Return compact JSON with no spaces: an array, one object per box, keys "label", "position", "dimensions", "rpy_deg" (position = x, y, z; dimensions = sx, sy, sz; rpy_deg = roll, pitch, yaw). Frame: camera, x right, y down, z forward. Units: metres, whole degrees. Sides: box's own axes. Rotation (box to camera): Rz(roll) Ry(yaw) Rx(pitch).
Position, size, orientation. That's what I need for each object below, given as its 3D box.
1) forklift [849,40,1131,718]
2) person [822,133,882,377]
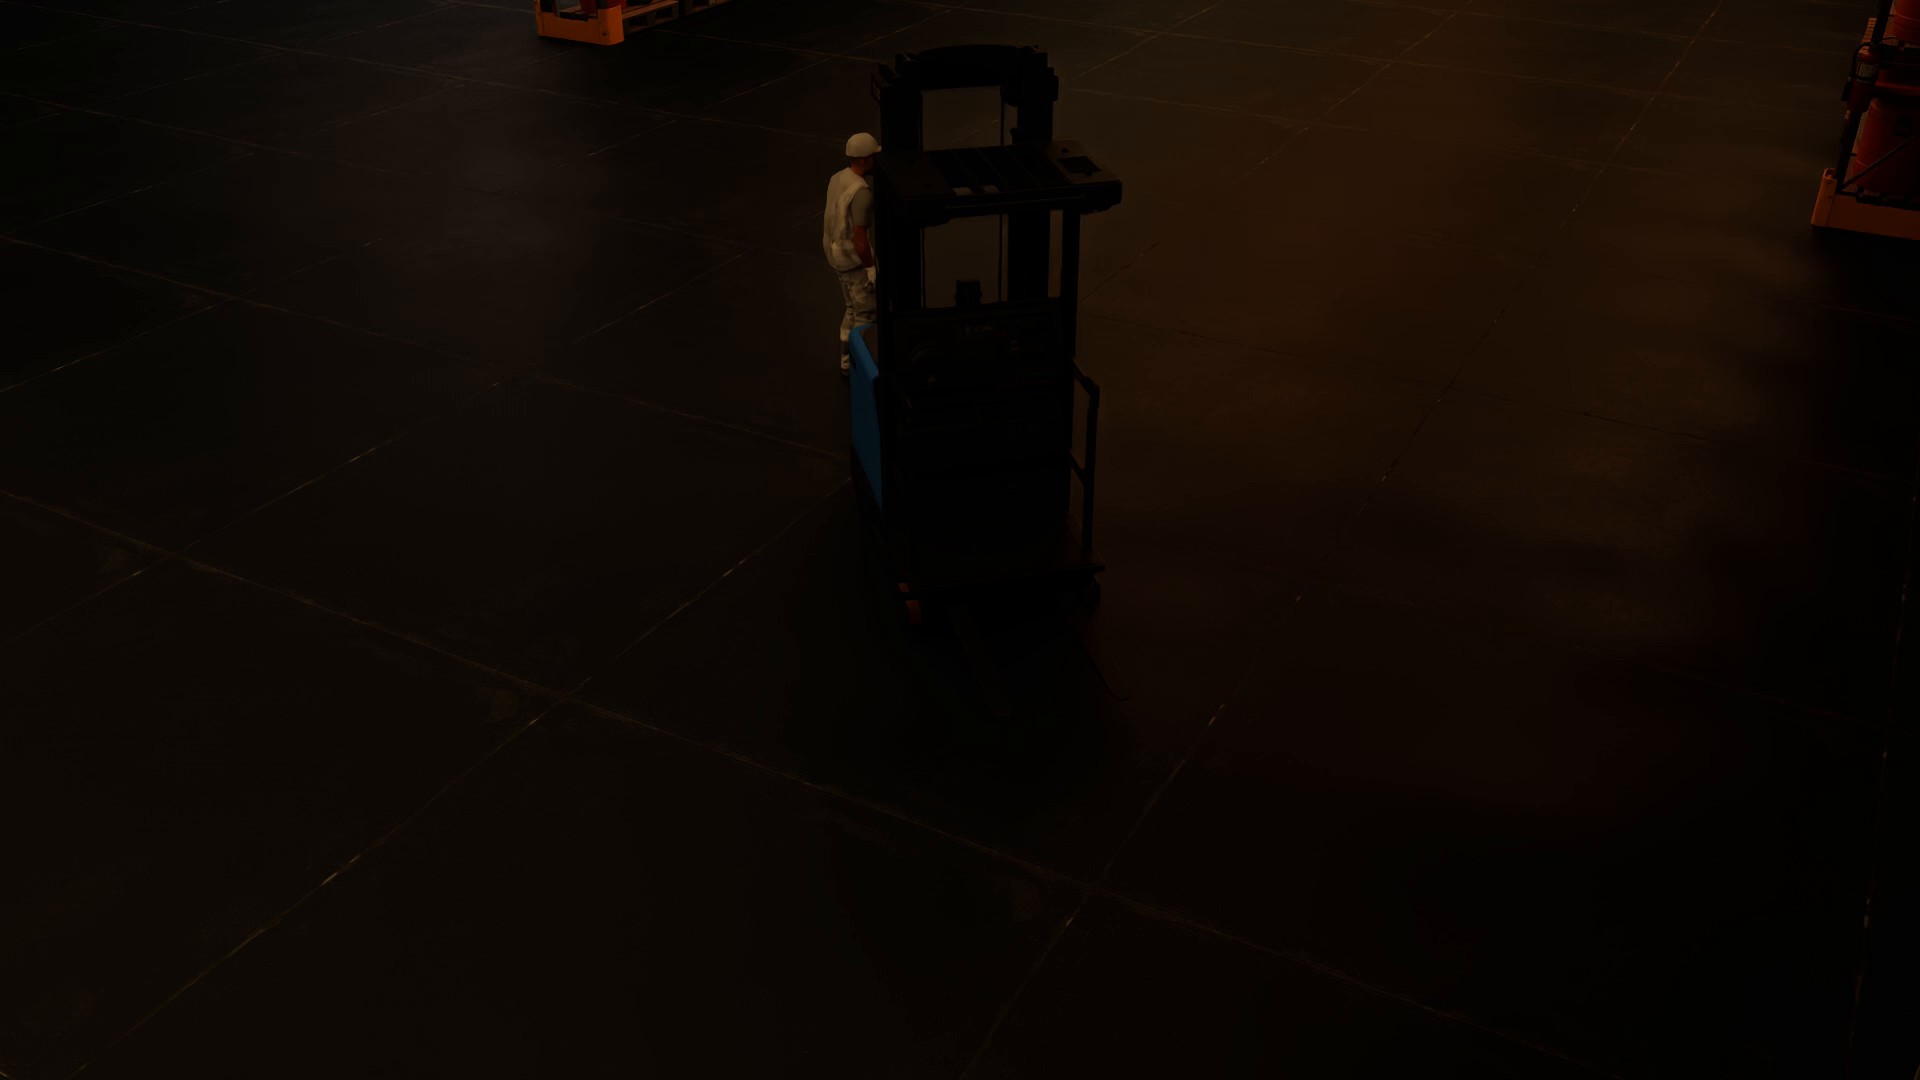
[{"label":"forklift","position":[0.157,-0.990,8.785],"dimensions":[1.130,2.935,3.031],"rpy_deg":[-7,31,-12]},{"label":"person","position":[-0.706,-1.943,11.594],"dimensions":[0.451,1.778,0.612],"rpy_deg":[-11,32,-18]}]
